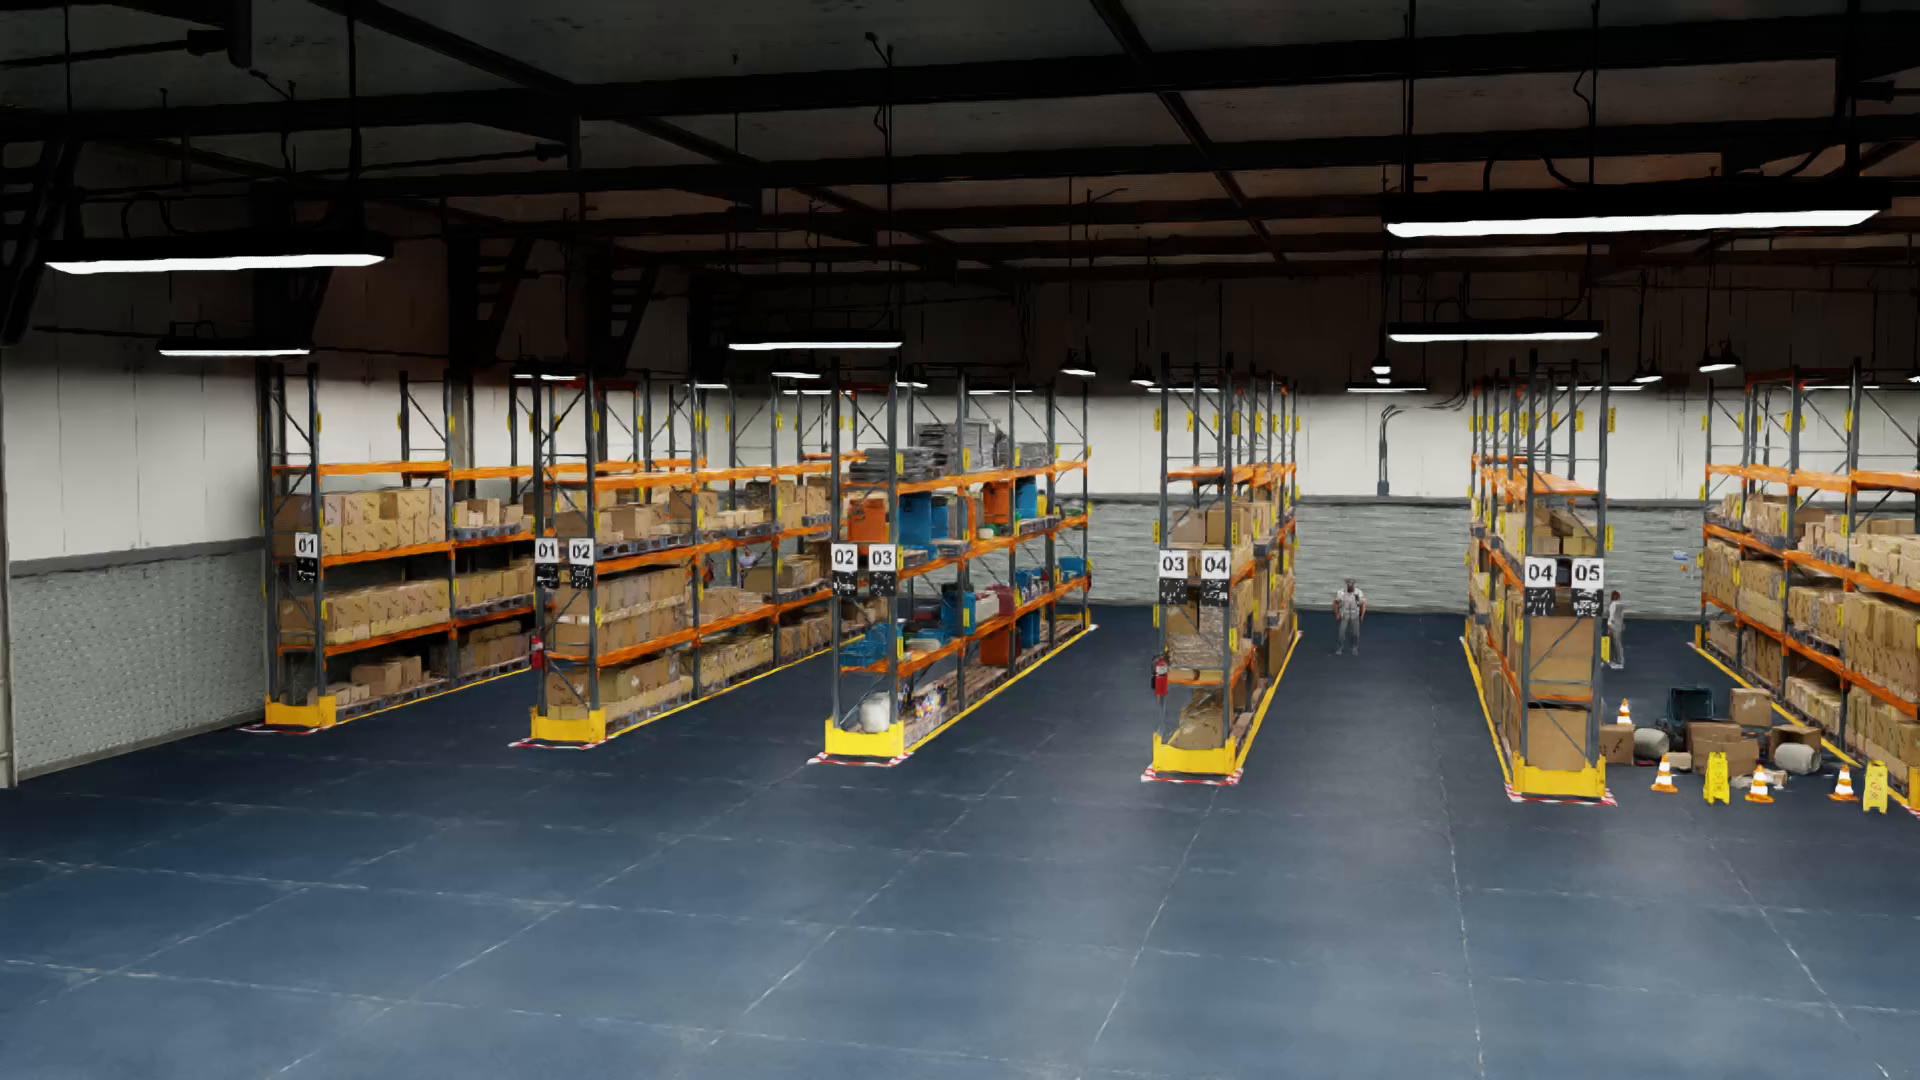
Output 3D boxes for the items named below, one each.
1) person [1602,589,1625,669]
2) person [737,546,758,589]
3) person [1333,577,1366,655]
[{"bbox_3d":[13.365,1.804,33.964,0.532,1.591,0.528,4,5,42],"label":"person"},{"bbox_3d":[-5.899,0.948,46.466,0.655,1.556,0.824,0,4,-3],"label":"person"},{"bbox_3d":[8.388,1.631,35.826,0.682,1.715,0.542,1,4,12],"label":"person"}]
